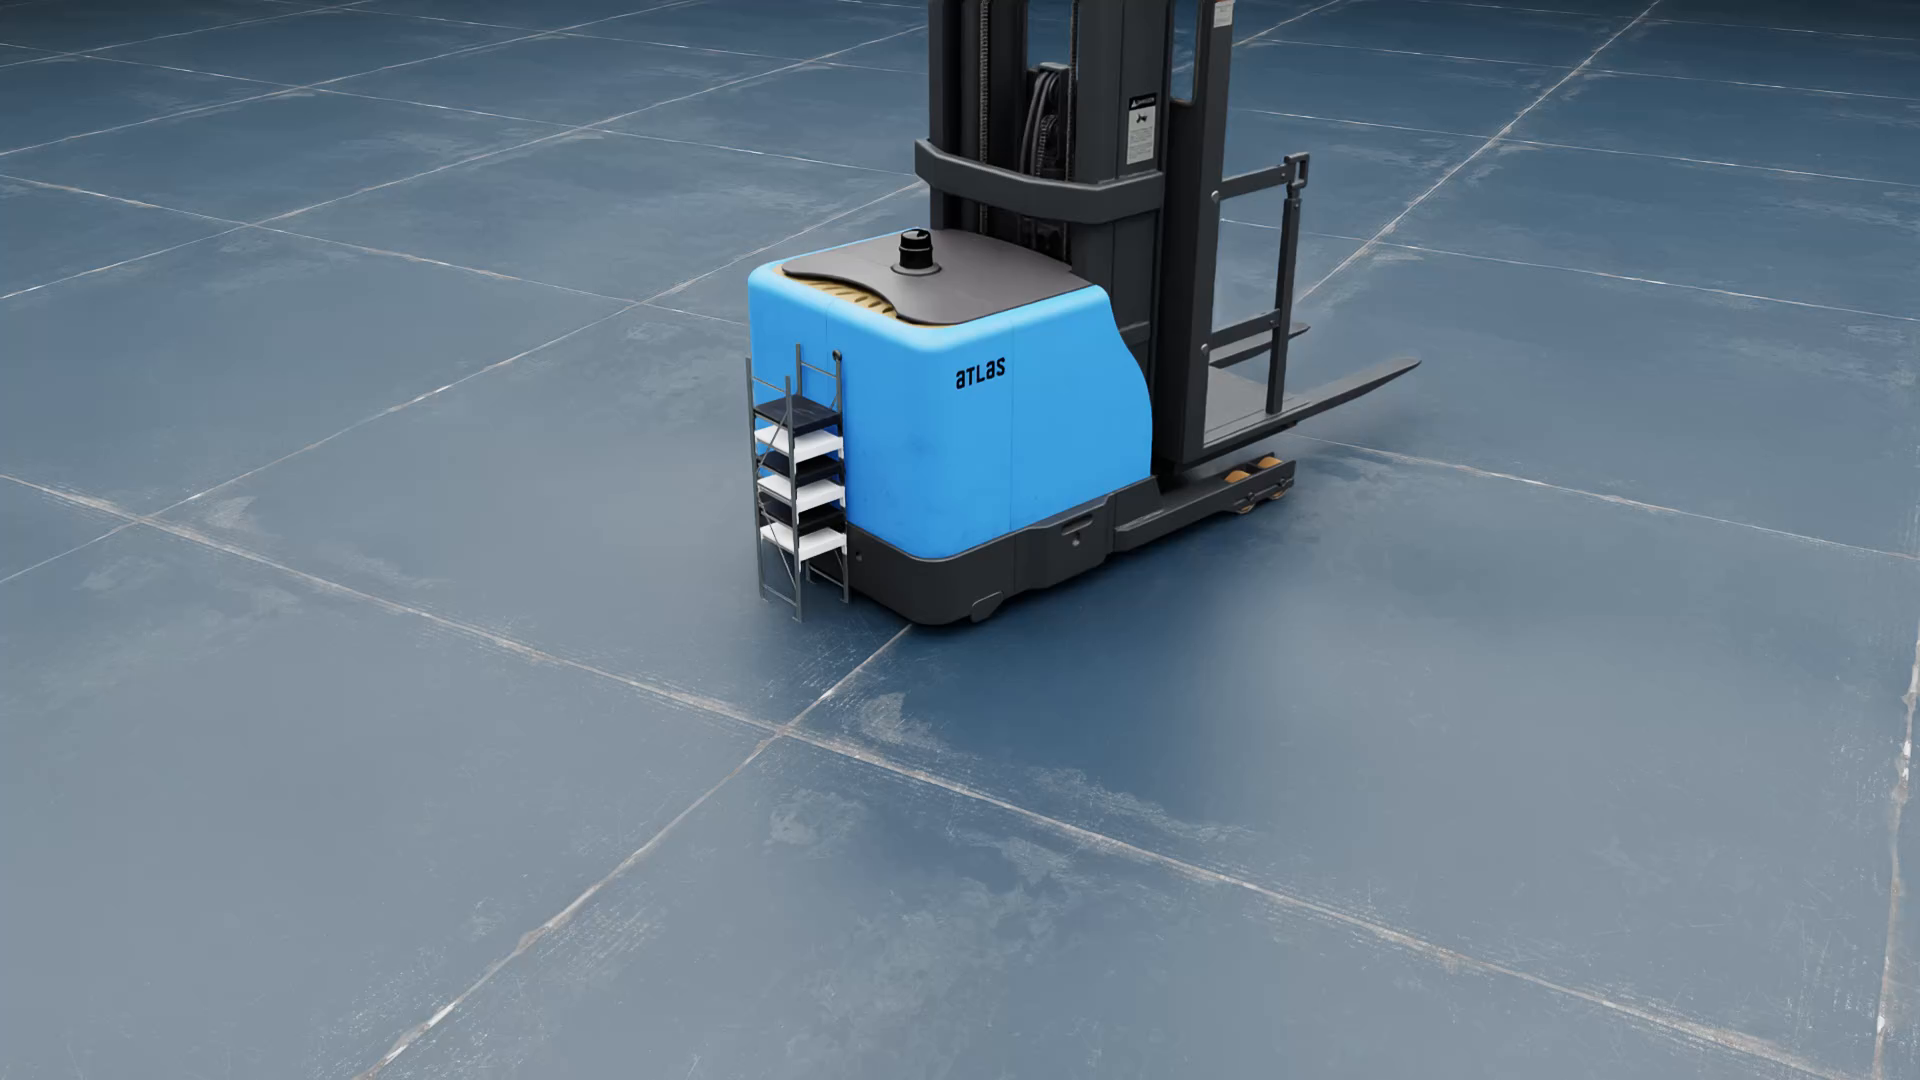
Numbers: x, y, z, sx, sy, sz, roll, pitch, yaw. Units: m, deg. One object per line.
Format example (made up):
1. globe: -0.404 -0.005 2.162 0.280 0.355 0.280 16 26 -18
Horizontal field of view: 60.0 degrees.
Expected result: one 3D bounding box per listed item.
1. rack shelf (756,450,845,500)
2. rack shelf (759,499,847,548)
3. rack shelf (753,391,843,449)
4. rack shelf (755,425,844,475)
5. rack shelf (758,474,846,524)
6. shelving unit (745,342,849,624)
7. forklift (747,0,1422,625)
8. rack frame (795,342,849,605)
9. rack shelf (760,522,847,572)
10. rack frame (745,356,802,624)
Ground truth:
1. rack shelf: -0.545 -0.238 5.594 0.200 0.077 0.258 -22 34 -36
2. rack shelf: -0.545 -0.077 5.674 0.200 0.077 0.258 -22 34 -36
3. rack shelf: -0.545 -0.399 5.513 0.200 0.077 0.258 -22 34 -36
4. rack shelf: -0.545 -0.319 5.554 0.200 0.077 0.258 -22 34 -36
5. rack shelf: -0.545 -0.158 5.634 0.200 0.077 0.258 -22 34 -36
6. shelving unit: -0.545 -0.187 5.619 0.210 0.900 0.258 -22 34 -36
7. forklift: 0.687 -1.569 6.110 3.031 2.935 1.130 -22 34 -36
8. rack frame: -0.469 -0.218 5.680 0.006 0.900 0.240 -22 34 -36
9. rack shelf: -0.545 0.003 5.715 0.200 0.077 0.258 -22 34 -36
10. rack frame: -0.621 -0.157 5.559 0.006 0.900 0.240 -22 34 -36
